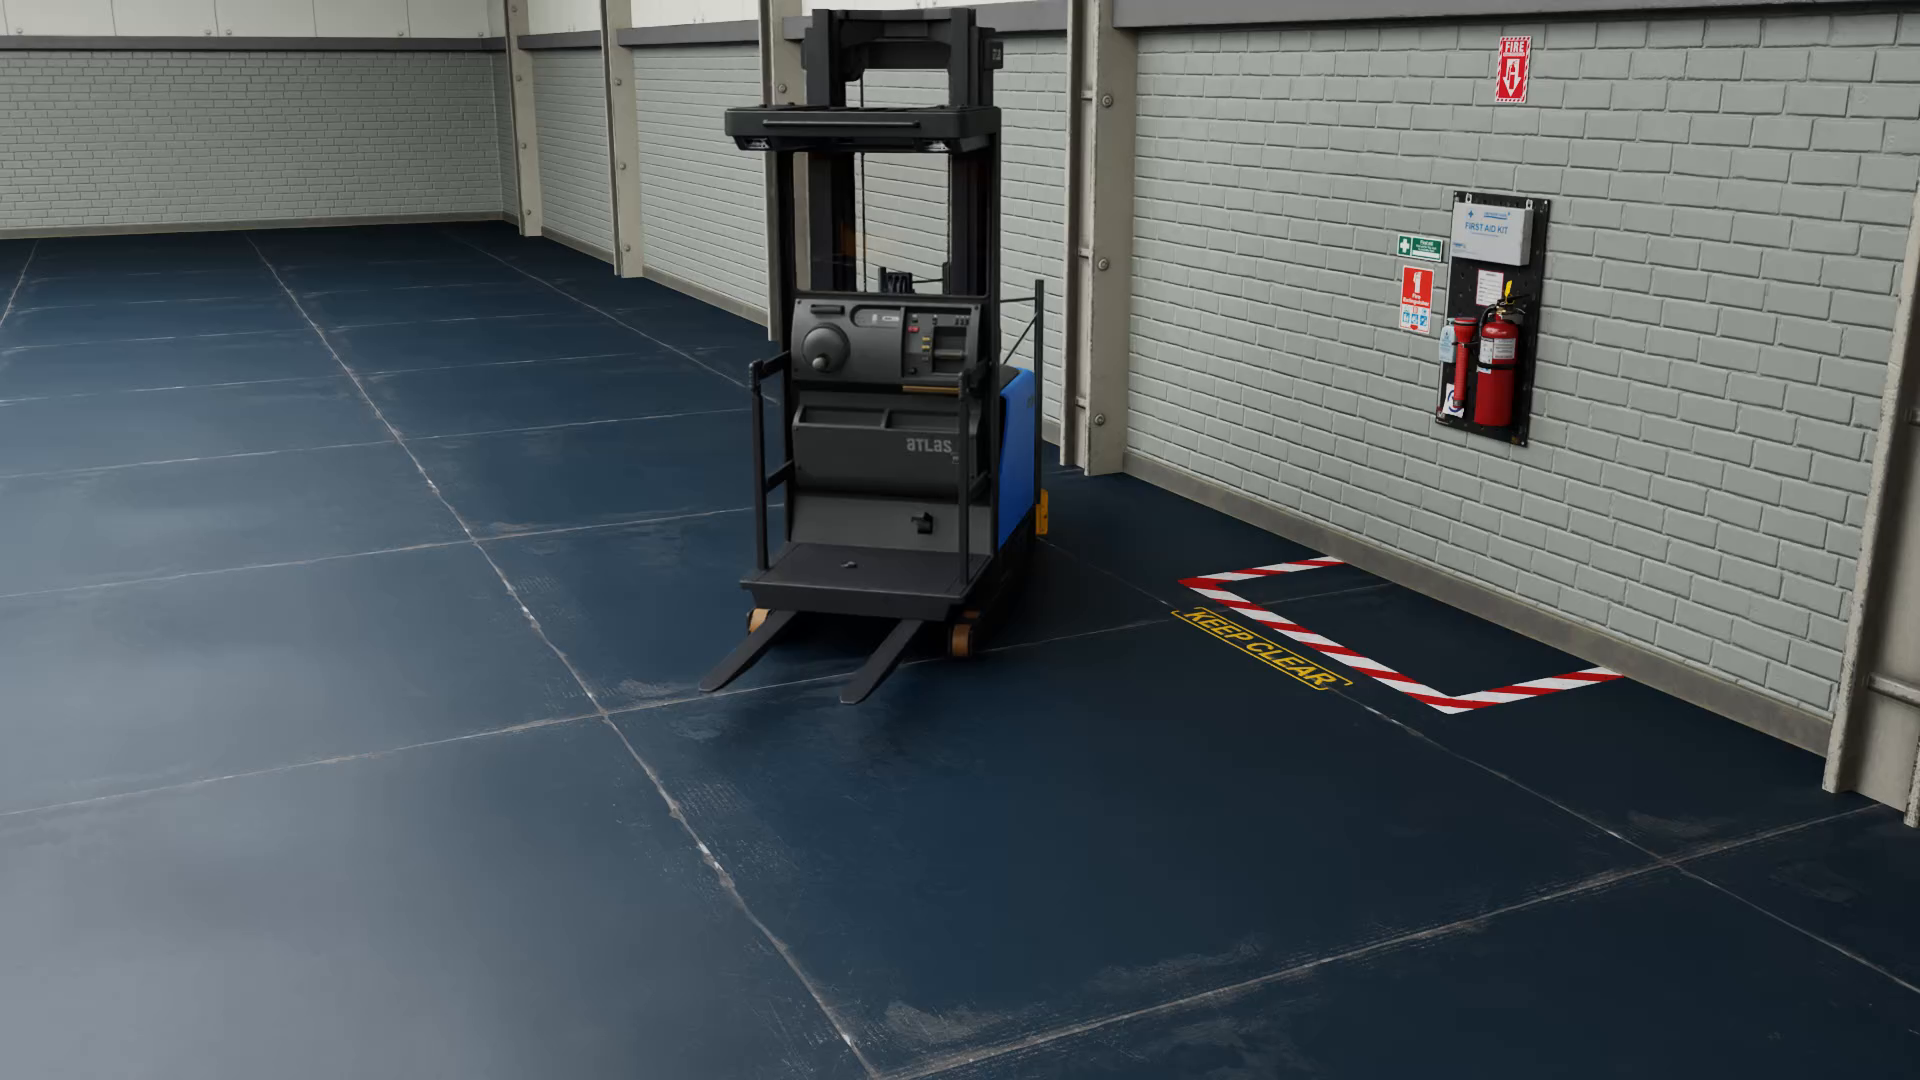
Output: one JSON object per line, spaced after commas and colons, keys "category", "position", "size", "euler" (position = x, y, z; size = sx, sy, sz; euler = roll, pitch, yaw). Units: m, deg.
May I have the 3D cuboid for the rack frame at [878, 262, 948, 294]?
{"category": "rack frame", "position": [-0.279, -0.970, 10.411], "size": [0.500, 1.500, 0.032], "euler": [-10, 19, -31]}

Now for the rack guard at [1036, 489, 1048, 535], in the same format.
{"category": "rack guard", "position": [0.260, -0.132, 9.756], "size": [0.587, 0.250, 0.087], "euler": [-10, 19, -31]}

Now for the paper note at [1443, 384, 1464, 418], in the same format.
{"category": "paper note", "position": [2.484, -0.701, 8.353], "size": [0.016, 0.148, 0.142], "euler": [-8, 18, -25]}

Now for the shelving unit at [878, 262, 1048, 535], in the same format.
{"category": "shelving unit", "position": [-0.004, -0.849, 9.989], "size": [0.587, 1.500, 1.083], "euler": [-10, 19, -31]}

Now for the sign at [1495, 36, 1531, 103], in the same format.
{"category": "sign", "position": [2.585, -2.201, 7.778], "size": [0.001, 0.298, 0.199], "euler": [-8, 18, -25]}

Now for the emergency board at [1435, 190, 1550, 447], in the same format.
{"category": "emergency board", "position": [2.499, -1.072, 8.049], "size": [0.194, 1.169, 0.643], "euler": [-8, 18, -25]}

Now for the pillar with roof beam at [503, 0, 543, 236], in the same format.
{"category": "pillar with roof beam", "position": [-10.837, -8.769, 23.995], "size": [9.100, 9.000, 0.400], "euler": [-8, 18, -25]}

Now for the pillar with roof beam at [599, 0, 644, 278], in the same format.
{"category": "pillar with roof beam", "position": [-8.208, -7.282, 18.810], "size": [9.100, 9.000, 0.400], "euler": [-8, 18, -25]}

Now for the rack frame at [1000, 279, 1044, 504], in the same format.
{"category": "rack frame", "position": [0.261, -0.732, 9.583], "size": [0.500, 1.500, 0.032], "euler": [-10, 19, -31]}

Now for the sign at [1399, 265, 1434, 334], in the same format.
{"category": "sign", "position": [2.350, -1.239, 8.565], "size": [0.001, 0.329, 0.234], "euler": [-8, 18, -25]}

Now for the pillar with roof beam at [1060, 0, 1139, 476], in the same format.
{"category": "pillar with roof beam", "position": [-2.951, -4.306, 8.442], "size": [9.100, 9.000, 0.400], "euler": [-8, 18, -25]}

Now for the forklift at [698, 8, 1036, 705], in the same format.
{"category": "forklift", "position": [-0.404, -0.966, 7.803], "size": [1.130, 2.935, 3.031], "euler": [4, 16, 13]}

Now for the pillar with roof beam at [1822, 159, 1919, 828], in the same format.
{"category": "pillar with roof beam", "position": [-0.322, -2.818, 3.257], "size": [9.100, 9.000, 0.400], "euler": [-8, 18, -25]}

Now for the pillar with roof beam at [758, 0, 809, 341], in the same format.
{"category": "pillar with roof beam", "position": [-5.579, -5.794, 13.626], "size": [9.100, 9.000, 0.400], "euler": [-8, 18, -25]}

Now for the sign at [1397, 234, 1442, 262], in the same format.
{"category": "sign", "position": [2.344, -1.491, 8.485], "size": [0.001, 0.109, 0.331], "euler": [-8, 18, -25]}
